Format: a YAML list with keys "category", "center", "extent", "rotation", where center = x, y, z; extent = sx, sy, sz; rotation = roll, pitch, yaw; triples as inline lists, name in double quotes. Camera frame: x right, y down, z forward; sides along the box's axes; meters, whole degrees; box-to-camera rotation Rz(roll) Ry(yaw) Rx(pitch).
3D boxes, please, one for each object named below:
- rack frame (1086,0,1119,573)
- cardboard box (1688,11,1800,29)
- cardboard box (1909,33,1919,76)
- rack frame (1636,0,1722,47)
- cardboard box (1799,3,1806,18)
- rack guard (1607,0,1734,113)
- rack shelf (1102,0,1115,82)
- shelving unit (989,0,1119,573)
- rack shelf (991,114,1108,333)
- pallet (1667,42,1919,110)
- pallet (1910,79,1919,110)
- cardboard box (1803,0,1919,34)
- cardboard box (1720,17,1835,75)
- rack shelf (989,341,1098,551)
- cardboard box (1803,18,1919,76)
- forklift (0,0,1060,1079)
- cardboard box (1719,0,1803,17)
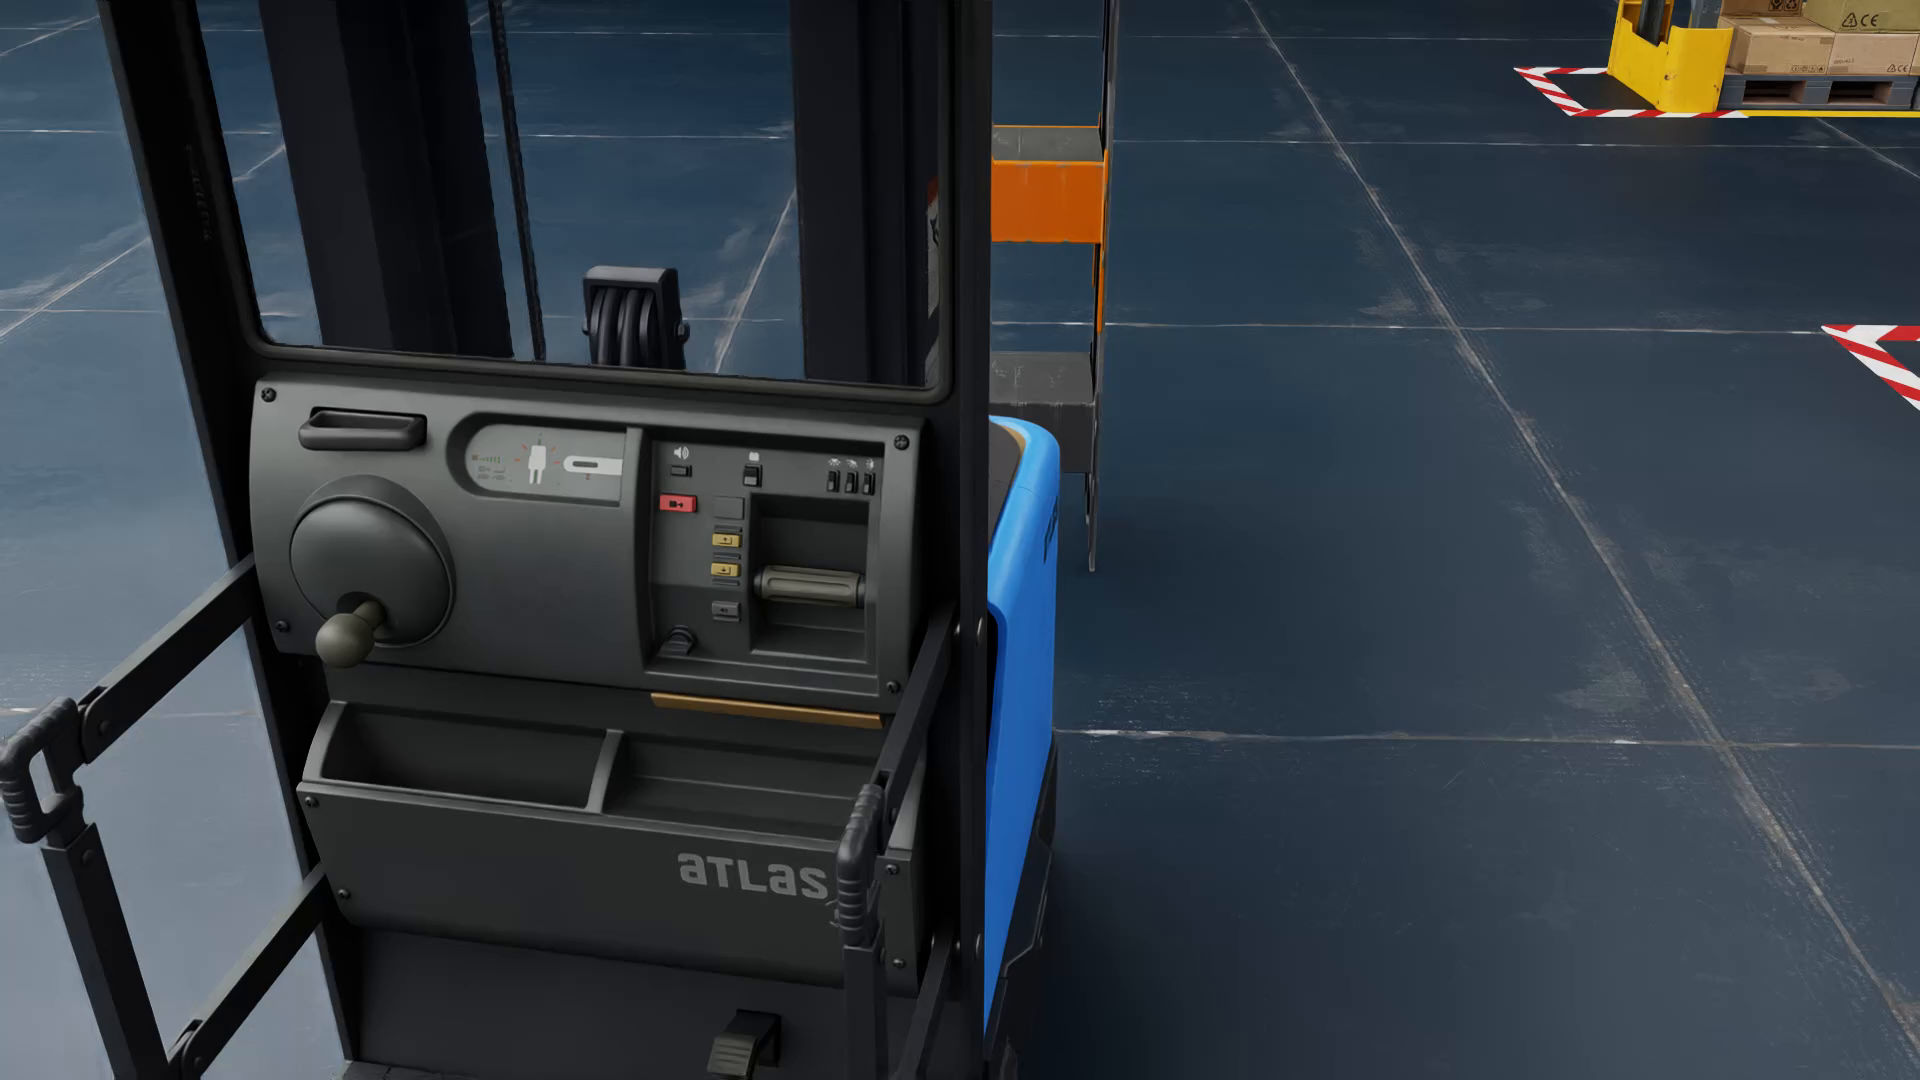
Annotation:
- category: "rack frame"
  center: [0.409, -0.921, 4.745]
  extent: [0.015, 2.100, 0.400]
  rotation: [1, 28, 2]
- category: "cardboard box"
  center: [5.067, -3.312, 10.783]
  extent: [0.500, 0.250, 0.500]
  rotation: [1, 28, 2]
- category: "cardboard box"
  center: [6.048, -3.055, 10.297]
  extent: [0.500, 0.250, 0.500]
  rotation: [1, 28, 2]
- category: "rack frame"
  center: [4.520, -4.212, 9.993]
  extent: [0.127, 3.000, 1.000]
  rotation: [1, 28, 2]
- category: "cardboard box"
  center: [5.567, -3.310, 10.778]
  extent: [0.500, 0.250, 0.500]
  rotation: [1, 28, 2]
- category: "rack guard"
  center: [4.496, -3.108, 10.579]
  extent: [0.348, 0.500, 1.175]
  rotation: [1, 28, 2]
- category: "rack shelf"
  center: [0.165, -1.531, 4.432]
  extent: [0.480, 0.518, 0.431]
  rotation: [1, 28, 2]
- category: "shelving unit"
  center: [0.165, -0.925, 4.753]
  extent: [0.503, 2.100, 0.431]
  rotation: [1, 28, 2]
- category: "rack shelf"
  center: [0.165, -0.913, 4.759]
  extent: [0.480, 0.518, 0.431]
  rotation: [1, 28, 2]
- category: "pallet"
  center: [5.286, -2.987, 10.660]
  extent: [1.213, 0.211, 1.003]
  rotation: [1, 28, 2]
- category: "pallet"
  center: [6.502, -2.966, 10.619]
  extent: [1.213, 0.211, 1.003]
  rotation: [1, 28, 2]
- category: "cardboard box"
  center: [5.548, -3.394, 10.136]
  extent: [0.500, 0.500, 0.500]
  rotation: [1, 28, 2]
- category: "cardboard box"
  center: [5.048, -3.070, 10.326]
  extent: [0.500, 0.250, 0.500]
  rotation: [1, 28, 2]
- category: "rack shelf"
  center: [0.165, -0.294, 5.087]
  extent: [0.480, 0.518, 0.431]
  rotation: [1, 28, 2]
- category: "cardboard box"
  center: [5.548, -3.063, 10.313]
  extent: [0.500, 0.250, 0.500]
  rotation: [1, 28, 2]
- category: "forklift"
  center: [-0.548, 0.041, 2.042]
  extent: [1.130, 2.935, 3.031]
  rotation: [5, 28, 9]
- category: "cardboard box"
  center: [5.067, -3.645, 10.609]
  extent: [0.500, 0.500, 0.500]
  rotation: [1, 28, 2]
